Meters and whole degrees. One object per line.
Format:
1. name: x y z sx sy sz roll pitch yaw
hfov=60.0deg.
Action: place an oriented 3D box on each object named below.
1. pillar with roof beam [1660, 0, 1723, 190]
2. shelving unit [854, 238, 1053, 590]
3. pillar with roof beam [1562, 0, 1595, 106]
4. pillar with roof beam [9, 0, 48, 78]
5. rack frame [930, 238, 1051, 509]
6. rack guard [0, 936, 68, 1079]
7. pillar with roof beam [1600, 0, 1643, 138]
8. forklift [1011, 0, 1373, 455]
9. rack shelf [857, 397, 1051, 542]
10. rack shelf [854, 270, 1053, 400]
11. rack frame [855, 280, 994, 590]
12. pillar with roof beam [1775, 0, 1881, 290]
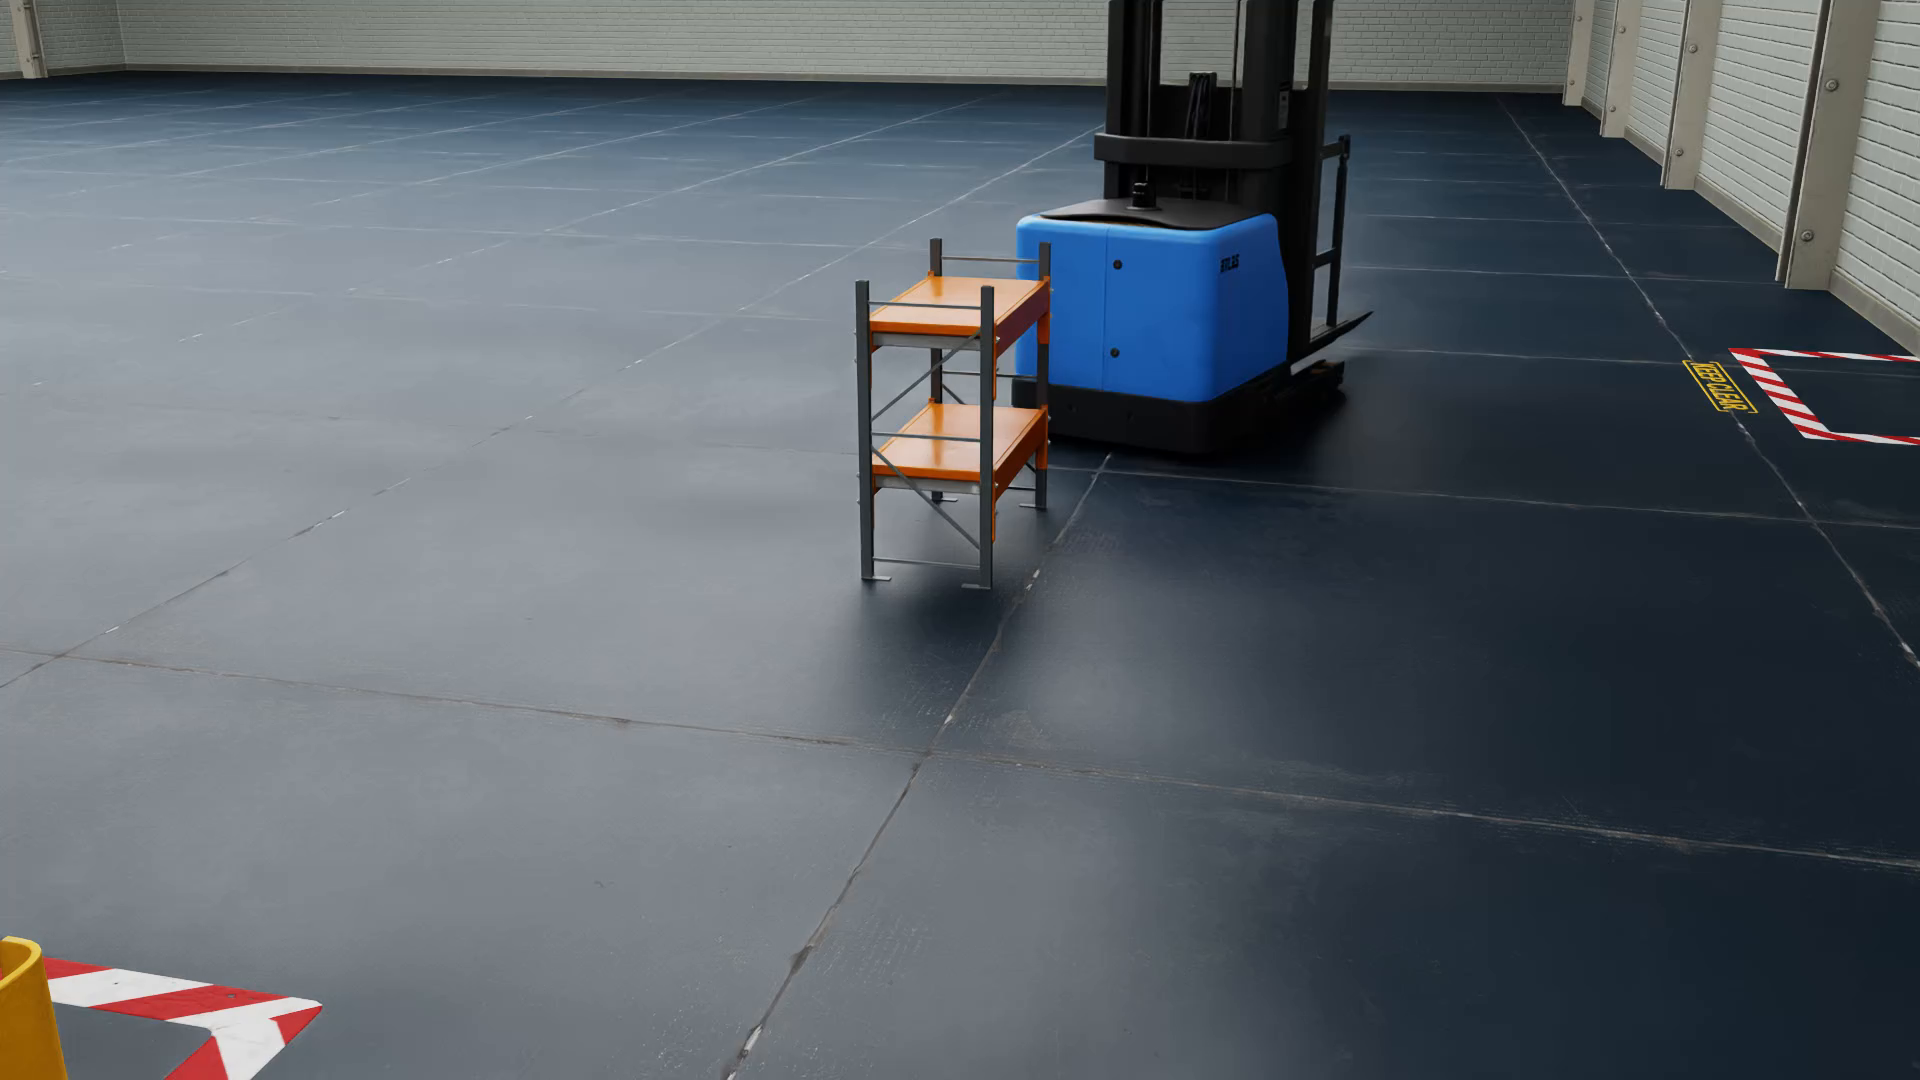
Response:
1. pillar with roof beam: 3.452 -8.343 17.192 9.100 9.000 0.400 5 19 13
2. shelving unit: -0.002 -0.530 6.500 0.538 1.125 1.048 5 19 13
3. pillar with roof beam: 6.384 -12.105 28.204 9.100 9.000 0.400 5 19 13
4. pillar with roof beam: -15.812 -13.912 33.497 9.100 9.000 0.400 5 19 13
5. rack frame: 0.123 -0.690 6.966 0.500 1.125 0.032 5 19 13
6. rack guard: -2.237 0.975 3.060 1.175 0.500 0.348 5 19 13
7. pillar with roof beam: 4.918 -10.224 22.698 9.100 9.000 0.400 5 19 13
8. forklift: 1.437 -2.206 8.612 1.130 2.935 3.031 11 22 29
9. rack shelf: -0.002 -0.299 6.579 0.538 0.278 1.000 5 19 13
10. rack shelf: -0.002 -0.807 6.405 0.538 0.278 1.000 5 19 13
11. rack frame: -0.126 -0.371 6.033 0.500 1.125 0.032 5 19 13
12. pillar with roof beam: 1.986 -6.463 11.687 9.100 9.000 0.400 5 19 13
